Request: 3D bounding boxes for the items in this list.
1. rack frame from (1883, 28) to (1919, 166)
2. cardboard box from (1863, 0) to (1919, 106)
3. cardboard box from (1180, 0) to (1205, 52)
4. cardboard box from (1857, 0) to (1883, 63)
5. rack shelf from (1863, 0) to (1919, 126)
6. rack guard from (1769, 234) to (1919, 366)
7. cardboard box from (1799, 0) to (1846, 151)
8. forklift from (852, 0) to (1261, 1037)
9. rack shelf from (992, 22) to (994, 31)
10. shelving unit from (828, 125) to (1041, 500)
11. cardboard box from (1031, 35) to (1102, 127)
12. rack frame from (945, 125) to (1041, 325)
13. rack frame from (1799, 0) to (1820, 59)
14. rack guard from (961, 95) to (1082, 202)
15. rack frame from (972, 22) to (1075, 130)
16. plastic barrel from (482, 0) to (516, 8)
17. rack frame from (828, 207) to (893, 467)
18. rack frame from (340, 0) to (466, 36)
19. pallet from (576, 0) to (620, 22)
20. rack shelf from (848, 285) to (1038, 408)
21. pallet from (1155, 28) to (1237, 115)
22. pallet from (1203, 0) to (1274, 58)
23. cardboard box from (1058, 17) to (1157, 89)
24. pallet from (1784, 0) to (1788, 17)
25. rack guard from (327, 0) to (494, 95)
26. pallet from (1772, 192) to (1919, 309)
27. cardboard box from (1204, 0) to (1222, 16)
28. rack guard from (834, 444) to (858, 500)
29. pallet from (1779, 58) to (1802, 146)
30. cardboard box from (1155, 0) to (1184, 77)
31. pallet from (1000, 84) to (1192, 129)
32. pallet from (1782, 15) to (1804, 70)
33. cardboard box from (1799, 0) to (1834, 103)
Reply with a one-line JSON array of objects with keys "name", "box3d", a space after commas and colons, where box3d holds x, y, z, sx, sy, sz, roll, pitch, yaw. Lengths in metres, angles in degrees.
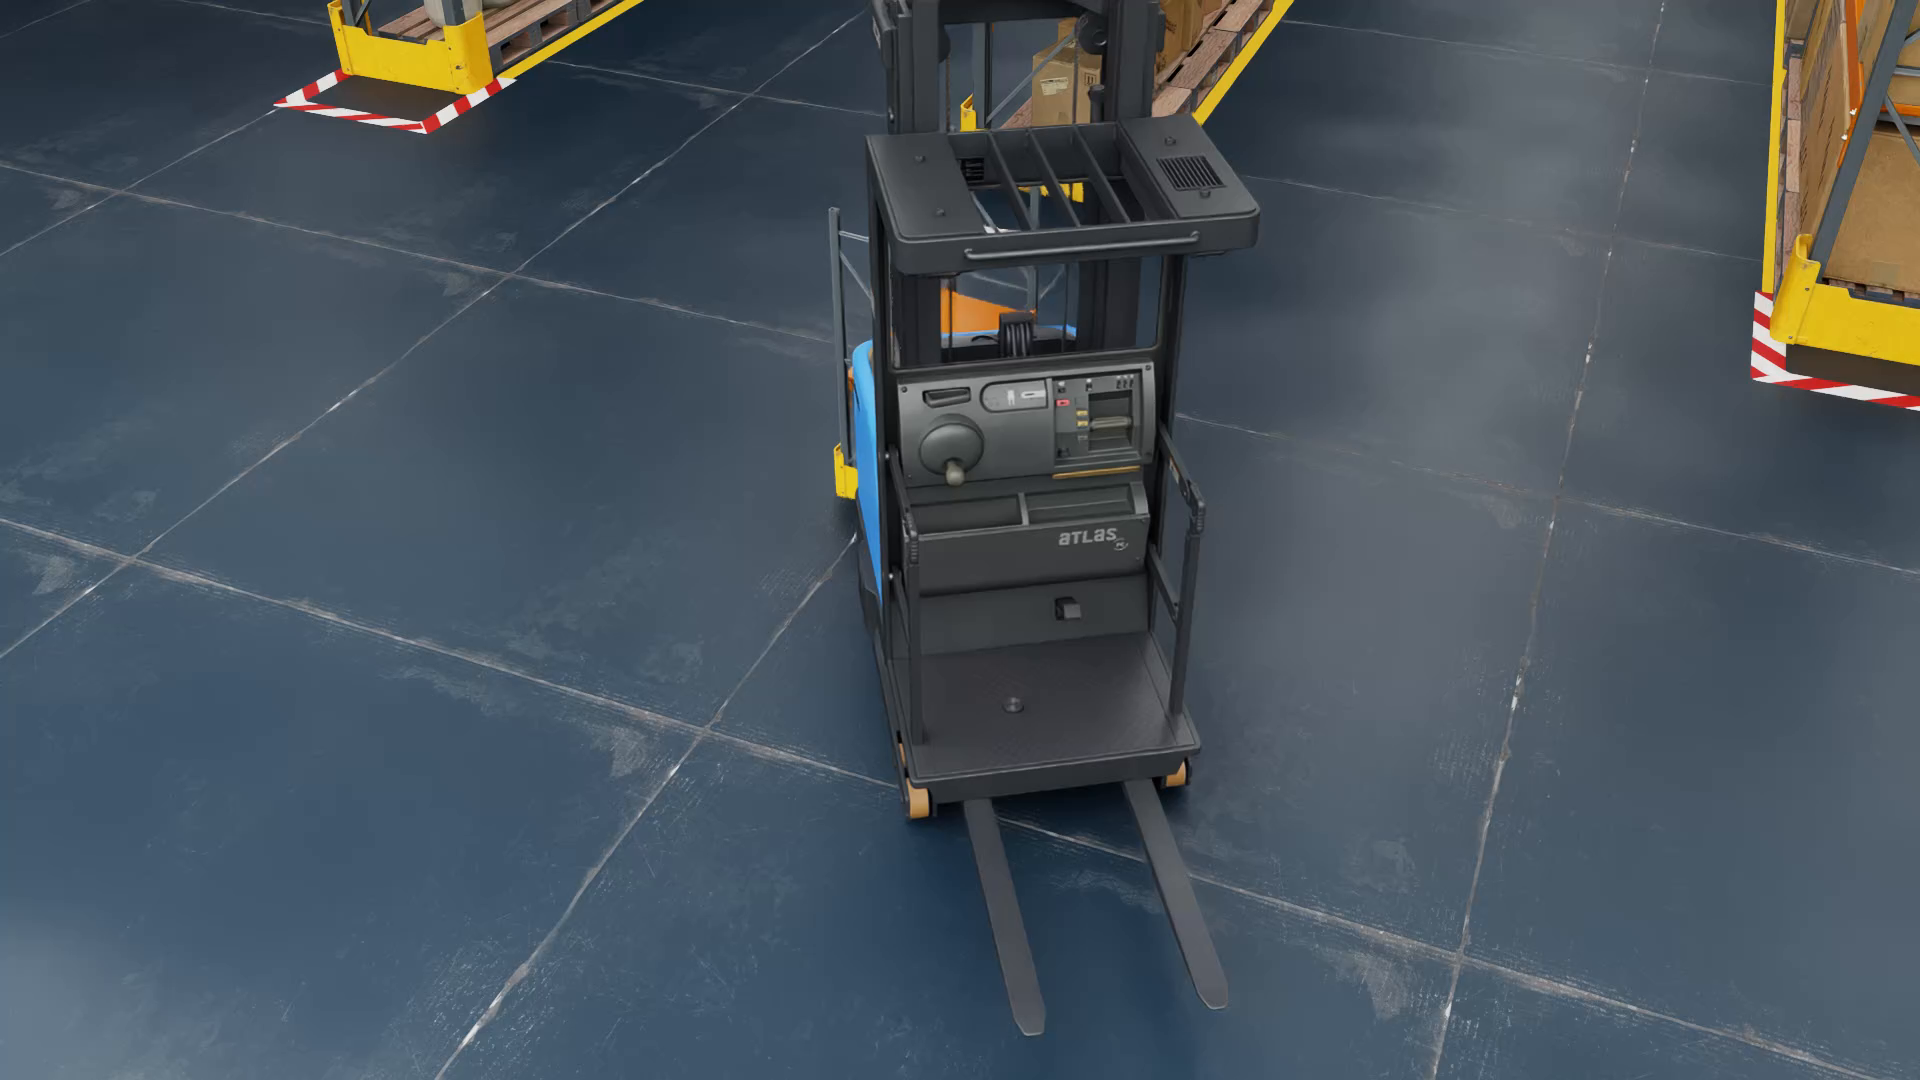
[{"name": "rack frame", "box3d": [5.108, -2.287, 8.304, 0.949, 2.616, 0.053, 14, 39, 18]}, {"name": "cardboard box", "box3d": [5.210, -2.562, 8.547, 0.875, 0.550, 0.550, 14, 39, 18]}, {"name": "cardboard box", "box3d": [1.521, -3.961, 12.281, 0.500, 0.500, 0.500, 11, 38, 14]}, {"name": "cardboard box", "box3d": [5.399, -2.872, 8.961, 0.875, 0.550, 0.550, 14, 39, 18]}, {"name": "rack shelf", "box3d": [5.872, -3.184, 9.942, 0.919, 0.124, 3.809, 14, 39, 18]}, {"name": "rack guard", "box3d": [5.102, -1.272, 9.034, 1.175, 0.500, 0.348, 14, 39, 18]}, {"name": "cardboard box", "box3d": [5.989, -2.986, 10.663, 0.875, 0.875, 0.875, 14, 39, 18]}, {"name": "forklift", "box3d": [0.281, -0.349, 5.769, 1.130, 2.935, 3.031, -6, 37, -8]}, {"name": "rack shelf", "box3d": [1.323, -4.291, 11.587, 1.077, 0.370, 4.000, 14, 39, 18]}, {"name": "shelving unit", "box3d": [-0.088, -1.023, 7.867, 0.587, 1.500, 1.083, 19, 41, 23]}, {"name": "cardboard box", "box3d": [0.816, -2.981, 10.970, 0.500, 0.500, 0.500, 21, 42, 26]}, {"name": "rack frame", "box3d": [0.156, -1.284, 8.215, 0.500, 1.500, 0.032, 19, 41, 23]}, {"name": "rack frame", "box3d": [6.633, -4.501, 11.266, 1.000, 3.000, 0.127, 14, 39, 18]}, {"name": "rack guard", "box3d": [0.591, -2.513, 10.694, 1.175, 0.500, 0.348, 14, 39, 18]}, {"name": "rack frame", "box3d": [0.562, -3.472, 9.890, 1.000, 3.000, 0.127, 14, 39, 18]}, {"name": "plastic barrel", "box3d": [-3.647, -4.431, 12.900, 0.421, 0.512, 0.421, 0, 37, 0]}, {"name": "rack frame", "box3d": [-0.341, -0.753, 7.505, 0.500, 1.500, 0.032, 19, 41, 23]}, {"name": "rack frame", "box3d": [-4.018, -4.600, 11.399, 1.000, 3.000, 0.127, 14, 39, 18]}, {"name": "pallet", "box3d": [-3.253, -4.658, 13.805, 1.003, 0.211, 1.213, 14, 39, 18]}, {"name": "rack shelf", "box3d": [-0.092, -0.875, 7.968, 0.538, 0.185, 1.000, 19, 41, 23]}, {"name": "pallet", "box3d": [1.399, -3.512, 12.272, 1.003, 0.211, 1.213, 14, 39, 18]}, {"name": "pallet", "box3d": [1.862, -4.190, 13.179, 1.003, 0.211, 1.213, 14, 39, 18]}, {"name": "cardboard box", "box3d": [1.011, -3.320, 11.423, 0.500, 0.500, 0.500, 25, 43, 29]}, {"name": "pallet", "box3d": [7.319, -4.506, 13.602, 1.003, 0.211, 1.213, 14, 39, 18]}, {"name": "rack guard", "box3d": [-4.033, -3.652, 12.218, 1.175, 0.500, 0.348, 14, 39, 18]}, {"name": "pallet", "box3d": [5.343, -1.630, 9.754, 1.003, 0.211, 1.213, 14, 39, 18]}, {"name": "cardboard box", "box3d": [1.684, -4.323, 12.765, 0.500, 0.500, 0.500, 27, 45, 32]}, {"name": "rack guard", "box3d": [-0.331, -0.263, 7.893, 0.587, 0.250, 0.087, 19, 41, 23]}, {"name": "pallet", "box3d": [6.271, -2.981, 11.562, 1.003, 0.211, 1.213, 14, 39, 18]}, {"name": "cardboard box", "box3d": [1.267, -3.662, 11.881, 0.500, 0.500, 0.500, 18, 40, 22]}, {"name": "pallet", "box3d": [0.933, -2.839, 11.372, 1.003, 0.211, 1.213, 14, 39, 18]}, {"name": "pallet", "box3d": [6.857, -3.828, 12.696, 1.003, 0.211, 1.213, 14, 39, 18]}, {"name": "cardboard box", "box3d": [6.329, -3.486, 11.332, 0.875, 0.875, 0.875, 14, 39, 18]}]
